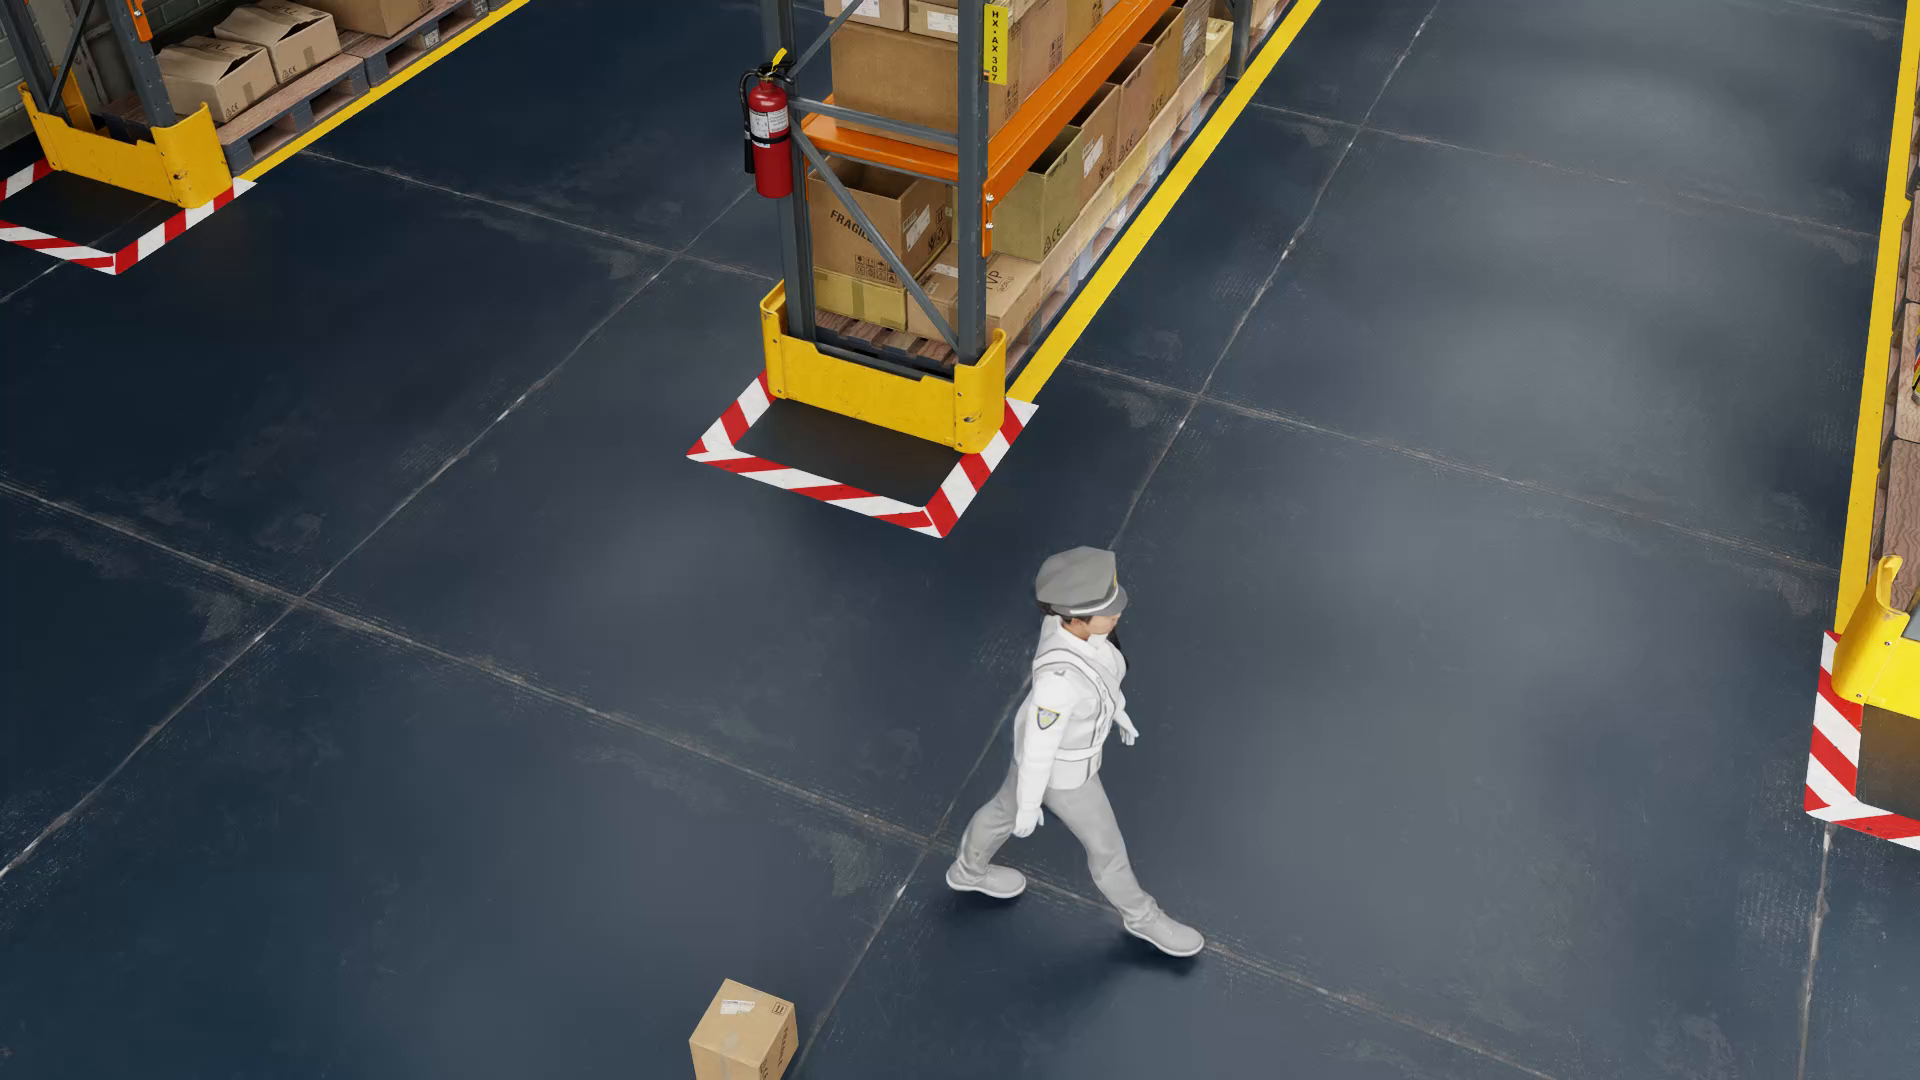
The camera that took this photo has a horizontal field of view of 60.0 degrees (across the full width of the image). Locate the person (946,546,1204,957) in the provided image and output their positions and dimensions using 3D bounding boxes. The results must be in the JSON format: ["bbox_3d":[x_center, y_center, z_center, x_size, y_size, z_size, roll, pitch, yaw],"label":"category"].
[{"bbox_3d":[0.404,0.680,5.375,0.916,1.633,0.531,4,42,4],"label":"person"}]
